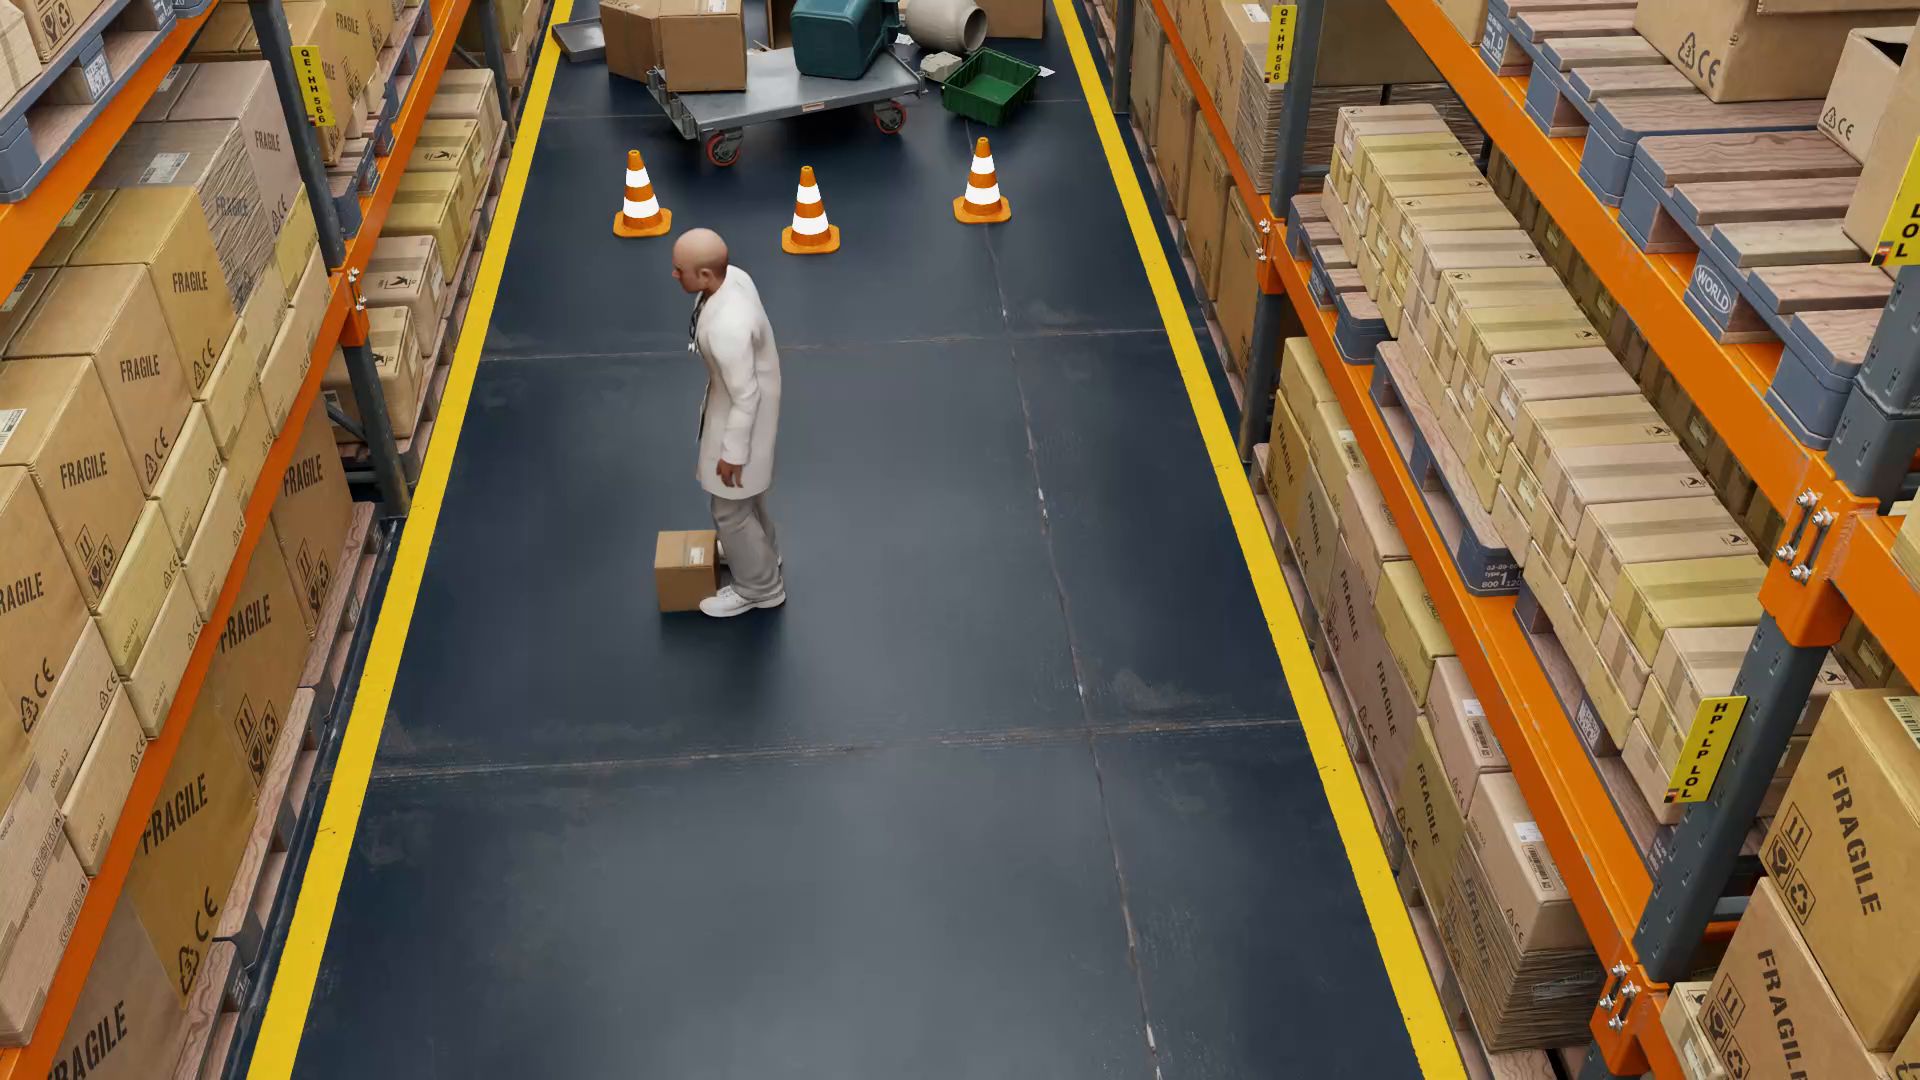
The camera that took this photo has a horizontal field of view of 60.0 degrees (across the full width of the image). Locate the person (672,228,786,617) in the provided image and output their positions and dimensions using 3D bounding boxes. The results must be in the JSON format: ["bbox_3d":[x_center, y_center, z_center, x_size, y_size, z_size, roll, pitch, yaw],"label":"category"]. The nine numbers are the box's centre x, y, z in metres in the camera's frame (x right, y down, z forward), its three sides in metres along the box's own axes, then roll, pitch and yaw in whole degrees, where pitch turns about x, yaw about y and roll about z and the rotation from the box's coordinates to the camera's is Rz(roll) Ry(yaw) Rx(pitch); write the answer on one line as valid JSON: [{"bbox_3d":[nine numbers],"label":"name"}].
[{"bbox_3d":[-0.929,-0.478,6.766,0.429,1.772,0.643,-5,39,-6],"label":"person"}]
